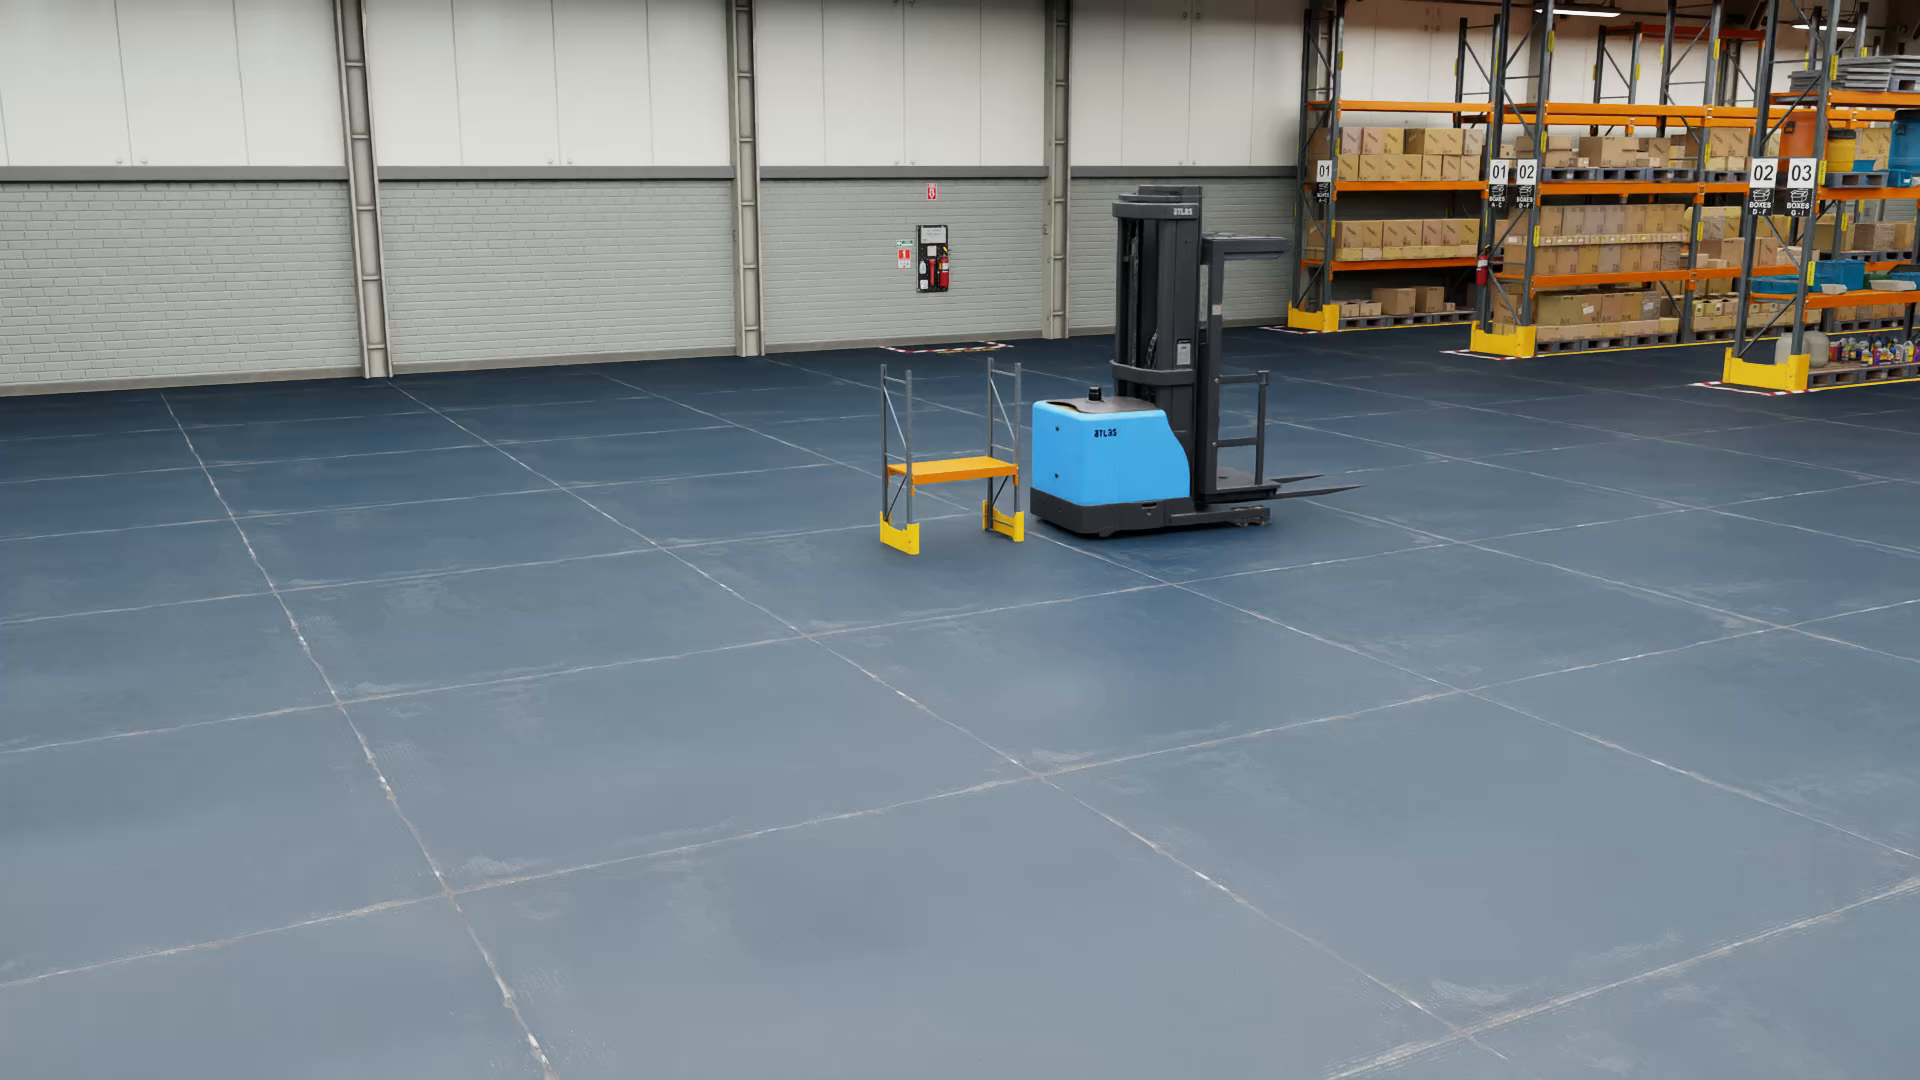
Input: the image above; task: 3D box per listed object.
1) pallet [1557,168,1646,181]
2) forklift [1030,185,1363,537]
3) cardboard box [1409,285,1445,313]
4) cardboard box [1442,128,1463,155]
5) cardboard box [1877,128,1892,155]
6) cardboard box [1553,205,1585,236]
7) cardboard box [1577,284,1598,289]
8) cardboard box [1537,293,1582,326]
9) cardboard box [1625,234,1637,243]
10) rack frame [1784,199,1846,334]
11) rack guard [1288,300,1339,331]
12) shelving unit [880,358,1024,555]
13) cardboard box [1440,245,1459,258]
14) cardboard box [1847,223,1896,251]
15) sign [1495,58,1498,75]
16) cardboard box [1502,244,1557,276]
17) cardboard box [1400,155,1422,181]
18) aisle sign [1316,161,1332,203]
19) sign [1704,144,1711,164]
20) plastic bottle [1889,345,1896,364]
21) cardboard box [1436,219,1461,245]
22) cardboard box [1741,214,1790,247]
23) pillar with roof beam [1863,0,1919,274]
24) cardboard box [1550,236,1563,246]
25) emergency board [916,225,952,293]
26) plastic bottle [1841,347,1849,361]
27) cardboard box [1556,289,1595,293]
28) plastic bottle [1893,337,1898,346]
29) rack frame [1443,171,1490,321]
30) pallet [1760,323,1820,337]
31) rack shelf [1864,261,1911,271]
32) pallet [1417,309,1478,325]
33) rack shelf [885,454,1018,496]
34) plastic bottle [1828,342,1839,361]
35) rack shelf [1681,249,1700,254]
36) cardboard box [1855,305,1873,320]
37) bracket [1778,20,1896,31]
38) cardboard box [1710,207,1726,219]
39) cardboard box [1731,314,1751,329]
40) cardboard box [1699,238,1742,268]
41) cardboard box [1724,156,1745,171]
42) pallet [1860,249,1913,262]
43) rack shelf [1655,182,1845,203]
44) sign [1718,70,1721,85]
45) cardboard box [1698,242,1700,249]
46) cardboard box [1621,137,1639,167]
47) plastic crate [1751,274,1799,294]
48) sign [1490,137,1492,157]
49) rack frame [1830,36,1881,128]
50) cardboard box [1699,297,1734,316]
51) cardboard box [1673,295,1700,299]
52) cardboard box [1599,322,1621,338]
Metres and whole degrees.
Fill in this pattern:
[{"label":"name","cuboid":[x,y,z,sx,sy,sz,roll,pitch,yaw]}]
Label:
[{"label":"pallet","cuboid":[10.898,-6.249,28.415,1.213,0.211,1.003,-7,14,-28]},{"label":"forklift","cuboid":[2.190,-1.644,14.737,3.031,2.935,1.130,-5,14,-23]},{"label":"cardboard box","cuboid":[9.435,-4.884,33.669,0.500,0.500,0.500,-8,15,-32]},{"label":"cardboard box","cuboid":[9.538,-7.850,32.776,0.500,0.500,0.500,-6,14,-25]},{"label":"cardboard box","cuboid":[17.496,-7.624,31.817,0.500,0.500,0.500,-7,14,-28]},{"label":"cardboard box","cuboid":[10.114,-5.421,28.181,0.500,0.500,0.700,-7,15,-29]},{"label":"cardboard box","cuboid":[13.231,-5.335,35.677,0.500,0.500,0.700,-7,14,-27]},{"label":"cardboard box","cuboid":[10.208,-3.926,28.321,0.500,0.500,0.500,-7,14,-28]},{"label":"cardboard box","cuboid":[11.452,-5.213,28.737,0.250,0.149,0.380,-6,14,-26]},{"label":"rack frame","cuboid":[16.215,-5.472,31.591,0.127,3.000,1.000,-7,14,-28]},{"label":"rack guard","cuboid":[6.883,-4.373,32.402,0.348,0.500,1.175,-7,14,-28]},{"label":"shelving unit","cuboid":[-0.067,-0.724,13.909,1.083,1.500,0.587,-7,14,-28]},{"label":"cardboard box","cuboid":[9.615,-5.783,33.269,0.500,0.250,0.500,-7,14,-28]},{"label":"cardboard box","cuboid":[17.608,-5.873,32.189,0.500,0.500,0.700,-4,13,-17]},{"label":"sign","cuboid":[10.571,-9.320,32.719,0.005,0.325,0.100,-7,14,-28]},{"label":"cardboard box","cuboid":[9.609,-4.726,28.048,0.500,0.500,0.700,-7,14,-28]},{"label":"cardboard box","cuboid":[8.632,-7.259,32.427,0.500,0.500,0.500,-6,14,-24]},{"label":"aisle sign","cuboid":[6.896,-6.787,31.516,0.004,0.787,0.394,-7,14,-28]},{"label":"sign","cuboid":[12.971,-6.699,28.852,0.005,0.325,0.100,-7,14,-28]},{"label":"plastic bottle","cuboid":[13.870,-2.757,24.742,0.097,0.271,0.097,0,13,0]},{"label":"cardboard box","cuboid":[9.625,-6.145,33.170,0.500,0.500,0.500,-7,14,-28]},{"label":"cardboard box","cuboid":[18.476,-7.123,38.245,0.700,0.700,0.980,-7,15,-29]},{"label":"pillar with roof beam","cuboid":[24.878,-9.816,37.229,0.548,9.000,9.100,-7,14,-28]},{"label":"cardboard box","cuboid":[9.871,-5.024,27.894,0.250,0.149,0.380,-7,15,-29]},{"label":"emergency board","cuboid":[-0.438,-4.941,29.233,0.643,1.169,0.194,-7,14,-28]},{"label":"plastic bottle","cuboid":[13.397,-2.816,25.162,0.097,0.201,0.097,0,13,0]},{"label":"cardboard box","cuboid":[10.831,-4.134,29.243,0.500,0.500,0.500,-7,14,-28]},{"label":"plastic bottle","cuboid":[14.584,-3.031,25.956,0.097,0.271,0.097,0,13,0]},{"label":"rack frame","cuboid":[10.327,-6.005,33.962,0.127,3.000,1.000,-7,14,-28]},{"label":"pallet","cuboid":[15.473,-4.032,31.546,1.213,0.211,1.003,-7,14,-28]},{"label":"rack shelf","cuboid":[17.970,-5.331,32.605,4.000,0.370,1.077,-7,14,-28]},{"label":"pallet","cuboid":[9.754,-4.567,33.924,1.213,0.211,1.003,-7,14,-28]},{"label":"rack shelf","cuboid":[-0.075,-0.547,13.944,1.000,0.185,0.538,-7,14,-28]},{"label":"plastic bottle","cuboid":[13.199,-2.860,25.187,0.135,0.276,0.152,-7,14,-27]},{"label":"rack shelf","cuboid":[15.593,-6.286,36.846,4.000,0.370,1.077,-7,14,-28]},{"label":"cardboard box","cuboid":[17.208,-4.516,32.035,0.500,0.500,0.500,-7,15,-30]},{"label":"bracket","cuboid":[20.345,-12.016,38.810,4.783,0.066,0.076,-7,14,-28]},{"label":"cardboard box","cuboid":[16.608,-7.266,36.905,0.500,0.250,0.500,-6,14,-27]},{"label":"cardboard box","cuboid":[14.079,-4.018,30.436,0.500,0.250,0.500,-7,15,-30]},{"label":"cardboard box","cuboid":[13.848,-5.233,30.302,0.500,0.500,0.500,-6,14,-24]},{"label":"cardboard box","cuboid":[13.730,-6.767,29.902,0.500,0.250,0.500,-8,15,-33]},{"label":"pallet","cuboid":[17.919,-5.584,32.526,1.213,0.211,1.003,-7,14,-28]},{"label":"rack shelf","cuboid":[14.459,-6.374,30.406,4.000,0.370,1.077,-7,14,-28]},{"label":"sign","cuboid":[17.104,-10.416,37.410,0.005,0.325,0.100,-7,14,-28]},{"label":"cardboard box","cuboid":[16.278,-6.542,36.874,0.250,0.149,0.380,-7,14,-28]},{"label":"cardboard box","cuboid":[11.198,-6.689,28.658,0.637,0.503,0.797,-5,14,-22]},{"label":"plastic crate","cuboid":[11.859,-3.713,24.115,0.616,0.251,0.499,-7,14,-28]},{"label":"sign","cuboid":[8.945,-6.593,27.905,0.005,0.325,0.100,-7,14,-28]},{"label":"rack frame","cuboid":[20.860,-10.195,38.913,0.127,3.000,1.000,-7,14,-28]},{"label":"cardboard box","cuboid":[13.628,-4.235,30.125,0.500,0.311,0.500,-7,14,-29]},{"label":"cardboard box","cuboid":[13.375,-4.342,30.599,0.500,0.311,0.500,-6,14,-26]},{"label":"cardboard box","cuboid":[11.087,-3.665,28.868,0.500,0.250,0.500,-7,14,-28]}]
